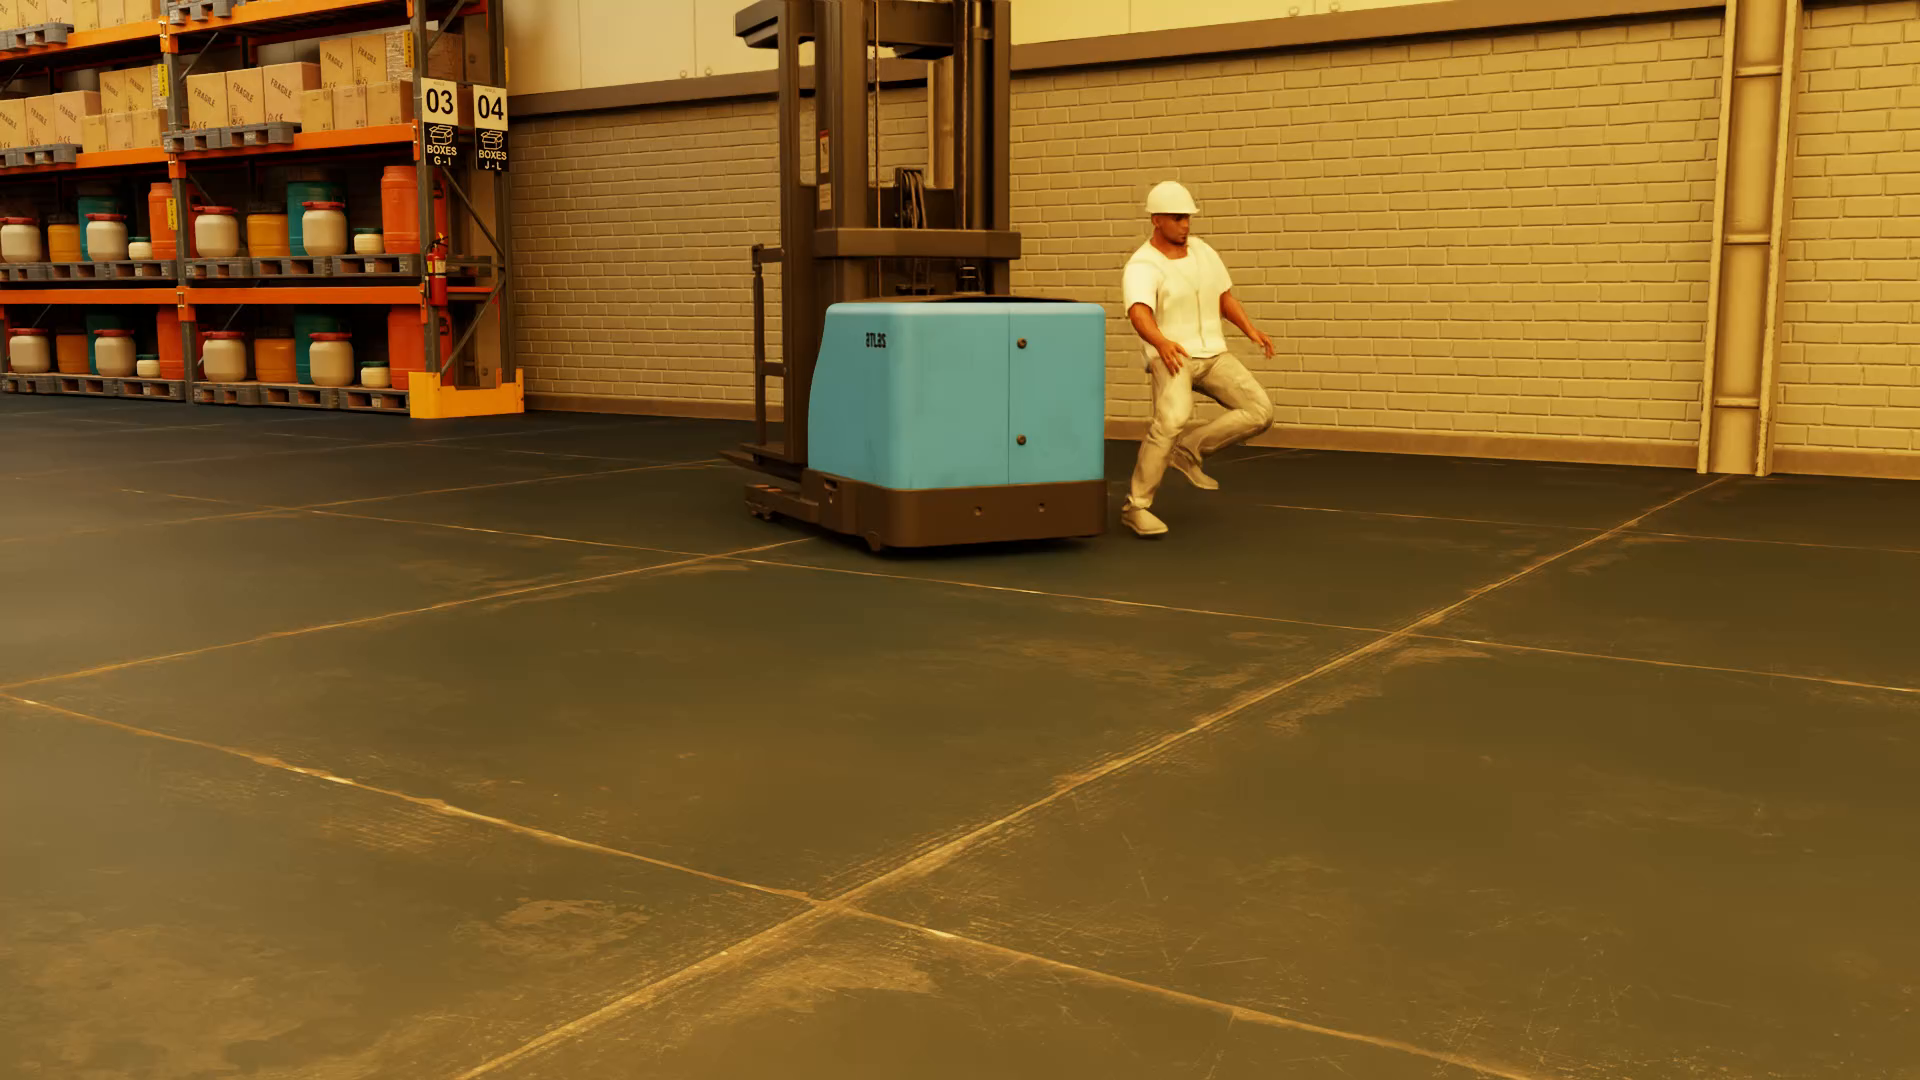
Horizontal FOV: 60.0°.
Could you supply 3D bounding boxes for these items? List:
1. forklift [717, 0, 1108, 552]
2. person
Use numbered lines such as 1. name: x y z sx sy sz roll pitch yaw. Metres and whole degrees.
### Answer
1. forklift: -0.443 -1.568 8.217 1.130 2.935 3.031 -4 9 -25
2. person: 1.113 -0.869 7.834 0.822 1.624 0.713 -5 9 -30
